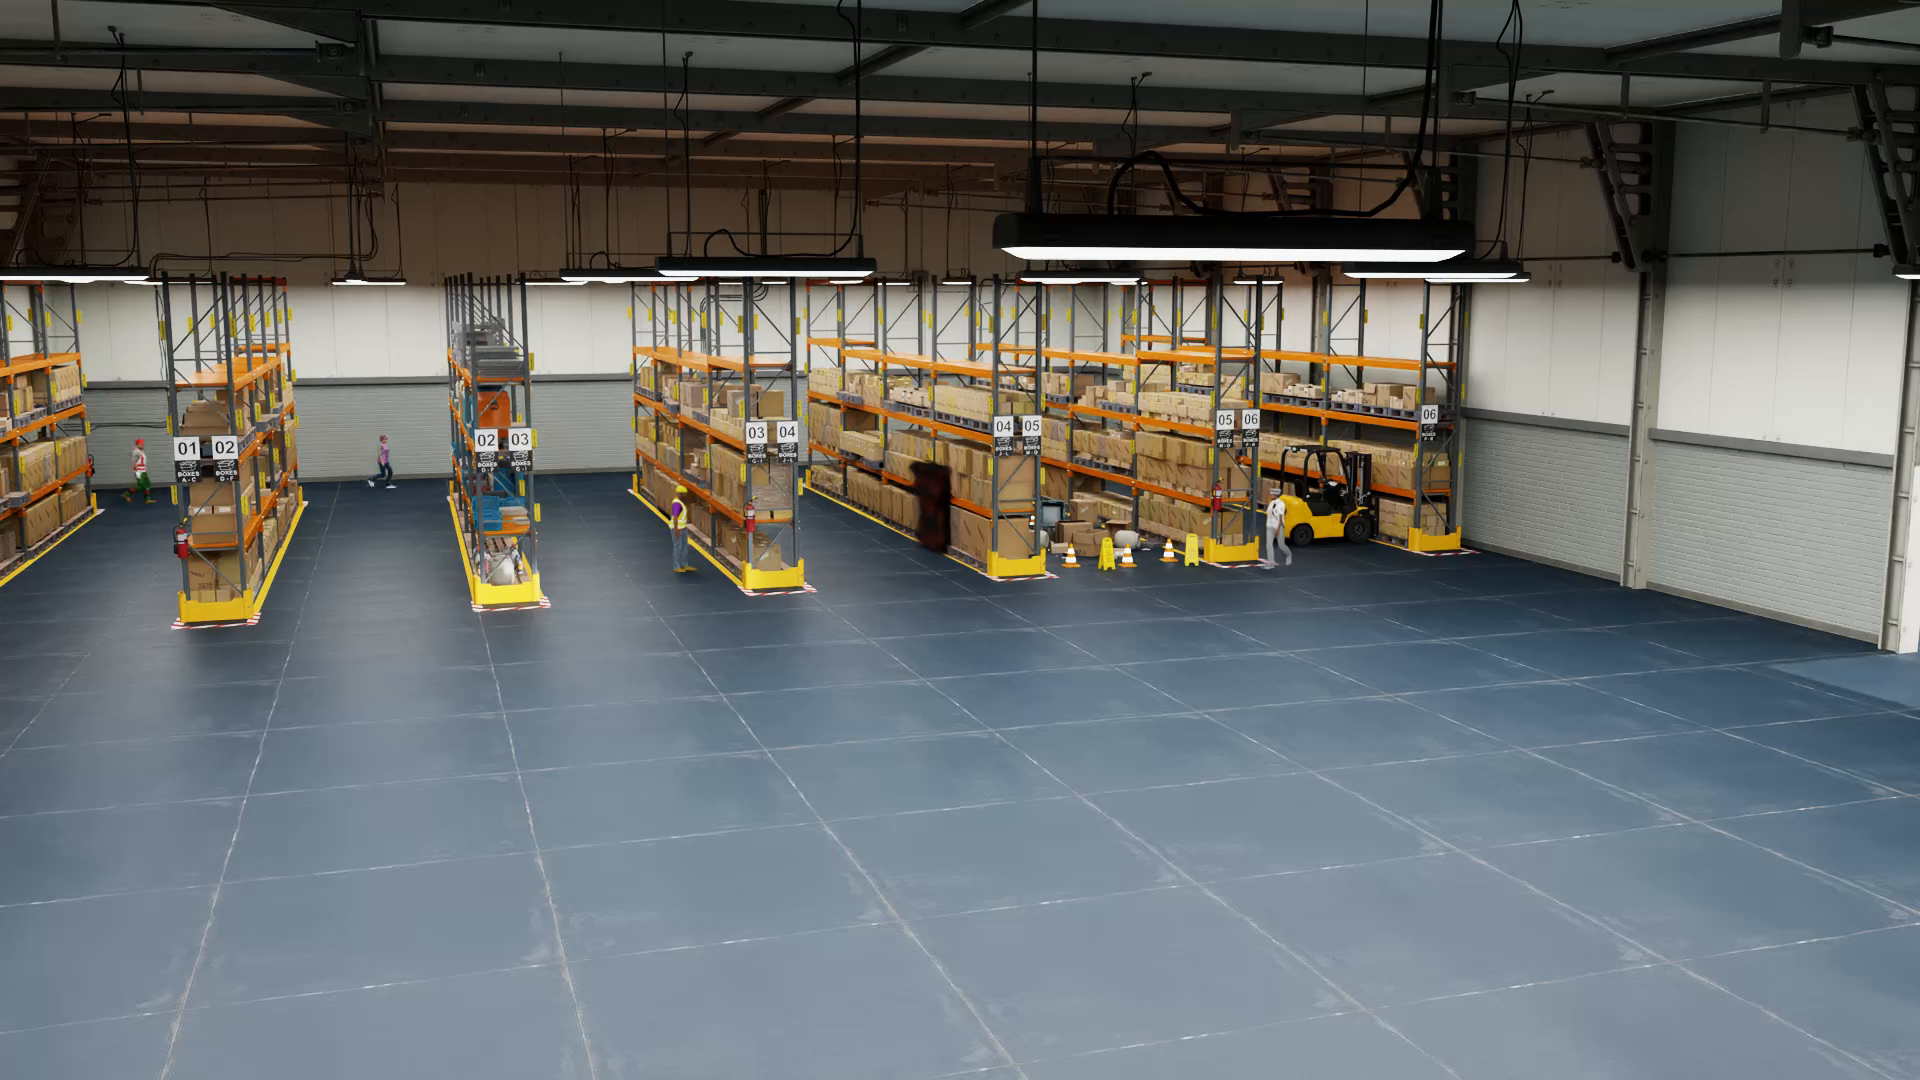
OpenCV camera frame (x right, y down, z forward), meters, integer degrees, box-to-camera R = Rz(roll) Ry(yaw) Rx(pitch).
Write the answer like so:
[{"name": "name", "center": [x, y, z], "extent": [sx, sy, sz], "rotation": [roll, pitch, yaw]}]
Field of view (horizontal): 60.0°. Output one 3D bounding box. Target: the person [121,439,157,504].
[{"name": "person", "center": [-21.883, -1.818, 44.241], "extent": [0.827, 1.757, 0.591], "rotation": [-3, 9, -21]}]

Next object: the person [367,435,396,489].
[{"name": "person", "center": [-16.590, -2.238, 47.643], "extent": [0.760, 1.554, 0.452], "rotation": [-1, 9, -6]}]

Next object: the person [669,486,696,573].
[{"name": "person", "center": [-5.670, -0.224, 33.756], "extent": [0.438, 1.770, 0.625], "rotation": [2, 9, 14]}]

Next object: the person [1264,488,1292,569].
[{"name": "person", "center": [6.516, -0.246, 34.184], "extent": [0.420, 1.643, 0.767], "rotation": [7, 11, 40]}]
